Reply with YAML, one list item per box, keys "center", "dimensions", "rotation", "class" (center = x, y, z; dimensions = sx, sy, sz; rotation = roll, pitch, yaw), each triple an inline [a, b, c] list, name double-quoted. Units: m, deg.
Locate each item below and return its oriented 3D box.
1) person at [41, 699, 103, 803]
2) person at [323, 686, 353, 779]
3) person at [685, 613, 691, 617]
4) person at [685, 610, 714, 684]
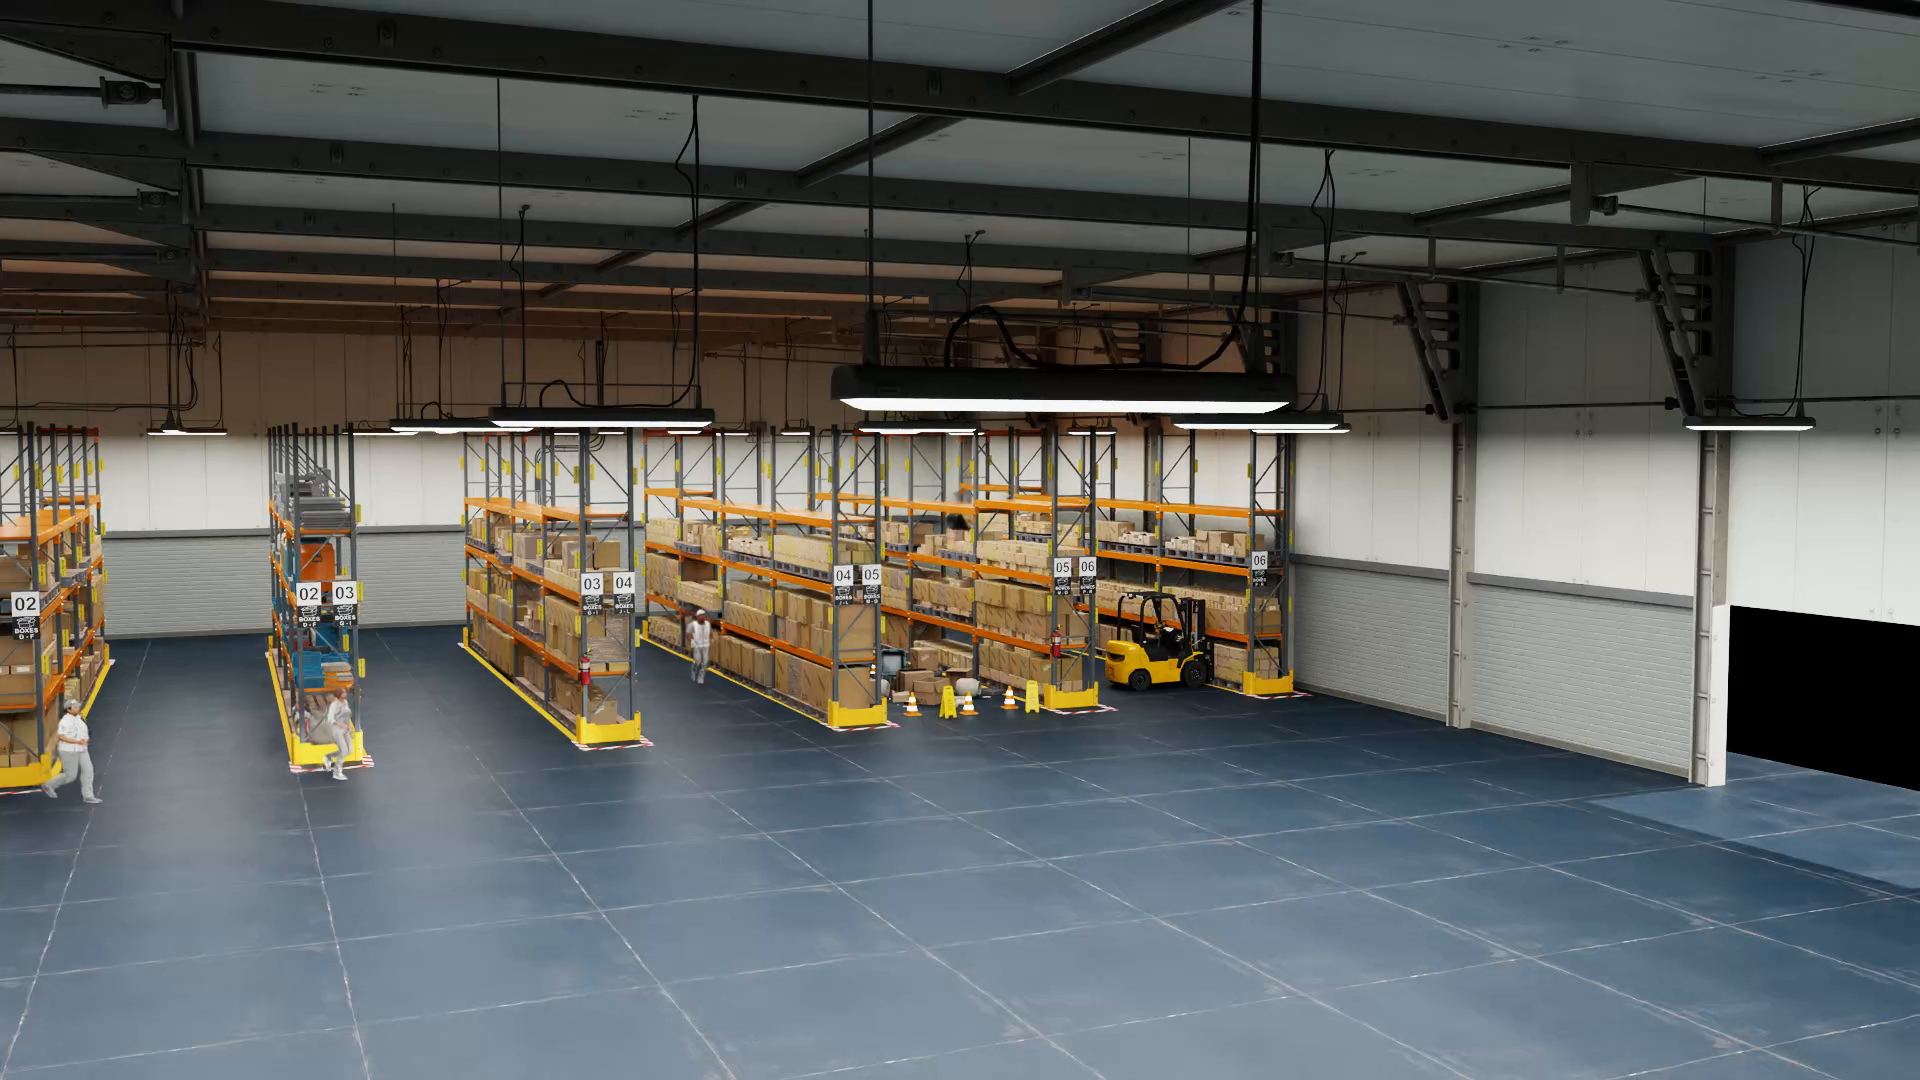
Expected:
- center: [-13.929, 3.311, 25.993]
  dimensions: [0.786, 1.654, 0.621]
  rotation: [0, 3, -1]
  class: "person"
- center: [-10.484, 3.247, 28.054]
  dimensions: [0.588, 1.566, 0.586]
  rotation: [1, 4, 11]
  class: "person"
- center: [-7.825, 1.907, 48.992]
  dimensions: [0.762, 1.717, 0.669]
  rotation: [2, 4, 30]
  class: "person"
- center: [-6.033, 2.487, 38.703]
  dimensions: [0.661, 1.736, 0.589]
  rotation: [-2, 4, -30]
  class: "person"
